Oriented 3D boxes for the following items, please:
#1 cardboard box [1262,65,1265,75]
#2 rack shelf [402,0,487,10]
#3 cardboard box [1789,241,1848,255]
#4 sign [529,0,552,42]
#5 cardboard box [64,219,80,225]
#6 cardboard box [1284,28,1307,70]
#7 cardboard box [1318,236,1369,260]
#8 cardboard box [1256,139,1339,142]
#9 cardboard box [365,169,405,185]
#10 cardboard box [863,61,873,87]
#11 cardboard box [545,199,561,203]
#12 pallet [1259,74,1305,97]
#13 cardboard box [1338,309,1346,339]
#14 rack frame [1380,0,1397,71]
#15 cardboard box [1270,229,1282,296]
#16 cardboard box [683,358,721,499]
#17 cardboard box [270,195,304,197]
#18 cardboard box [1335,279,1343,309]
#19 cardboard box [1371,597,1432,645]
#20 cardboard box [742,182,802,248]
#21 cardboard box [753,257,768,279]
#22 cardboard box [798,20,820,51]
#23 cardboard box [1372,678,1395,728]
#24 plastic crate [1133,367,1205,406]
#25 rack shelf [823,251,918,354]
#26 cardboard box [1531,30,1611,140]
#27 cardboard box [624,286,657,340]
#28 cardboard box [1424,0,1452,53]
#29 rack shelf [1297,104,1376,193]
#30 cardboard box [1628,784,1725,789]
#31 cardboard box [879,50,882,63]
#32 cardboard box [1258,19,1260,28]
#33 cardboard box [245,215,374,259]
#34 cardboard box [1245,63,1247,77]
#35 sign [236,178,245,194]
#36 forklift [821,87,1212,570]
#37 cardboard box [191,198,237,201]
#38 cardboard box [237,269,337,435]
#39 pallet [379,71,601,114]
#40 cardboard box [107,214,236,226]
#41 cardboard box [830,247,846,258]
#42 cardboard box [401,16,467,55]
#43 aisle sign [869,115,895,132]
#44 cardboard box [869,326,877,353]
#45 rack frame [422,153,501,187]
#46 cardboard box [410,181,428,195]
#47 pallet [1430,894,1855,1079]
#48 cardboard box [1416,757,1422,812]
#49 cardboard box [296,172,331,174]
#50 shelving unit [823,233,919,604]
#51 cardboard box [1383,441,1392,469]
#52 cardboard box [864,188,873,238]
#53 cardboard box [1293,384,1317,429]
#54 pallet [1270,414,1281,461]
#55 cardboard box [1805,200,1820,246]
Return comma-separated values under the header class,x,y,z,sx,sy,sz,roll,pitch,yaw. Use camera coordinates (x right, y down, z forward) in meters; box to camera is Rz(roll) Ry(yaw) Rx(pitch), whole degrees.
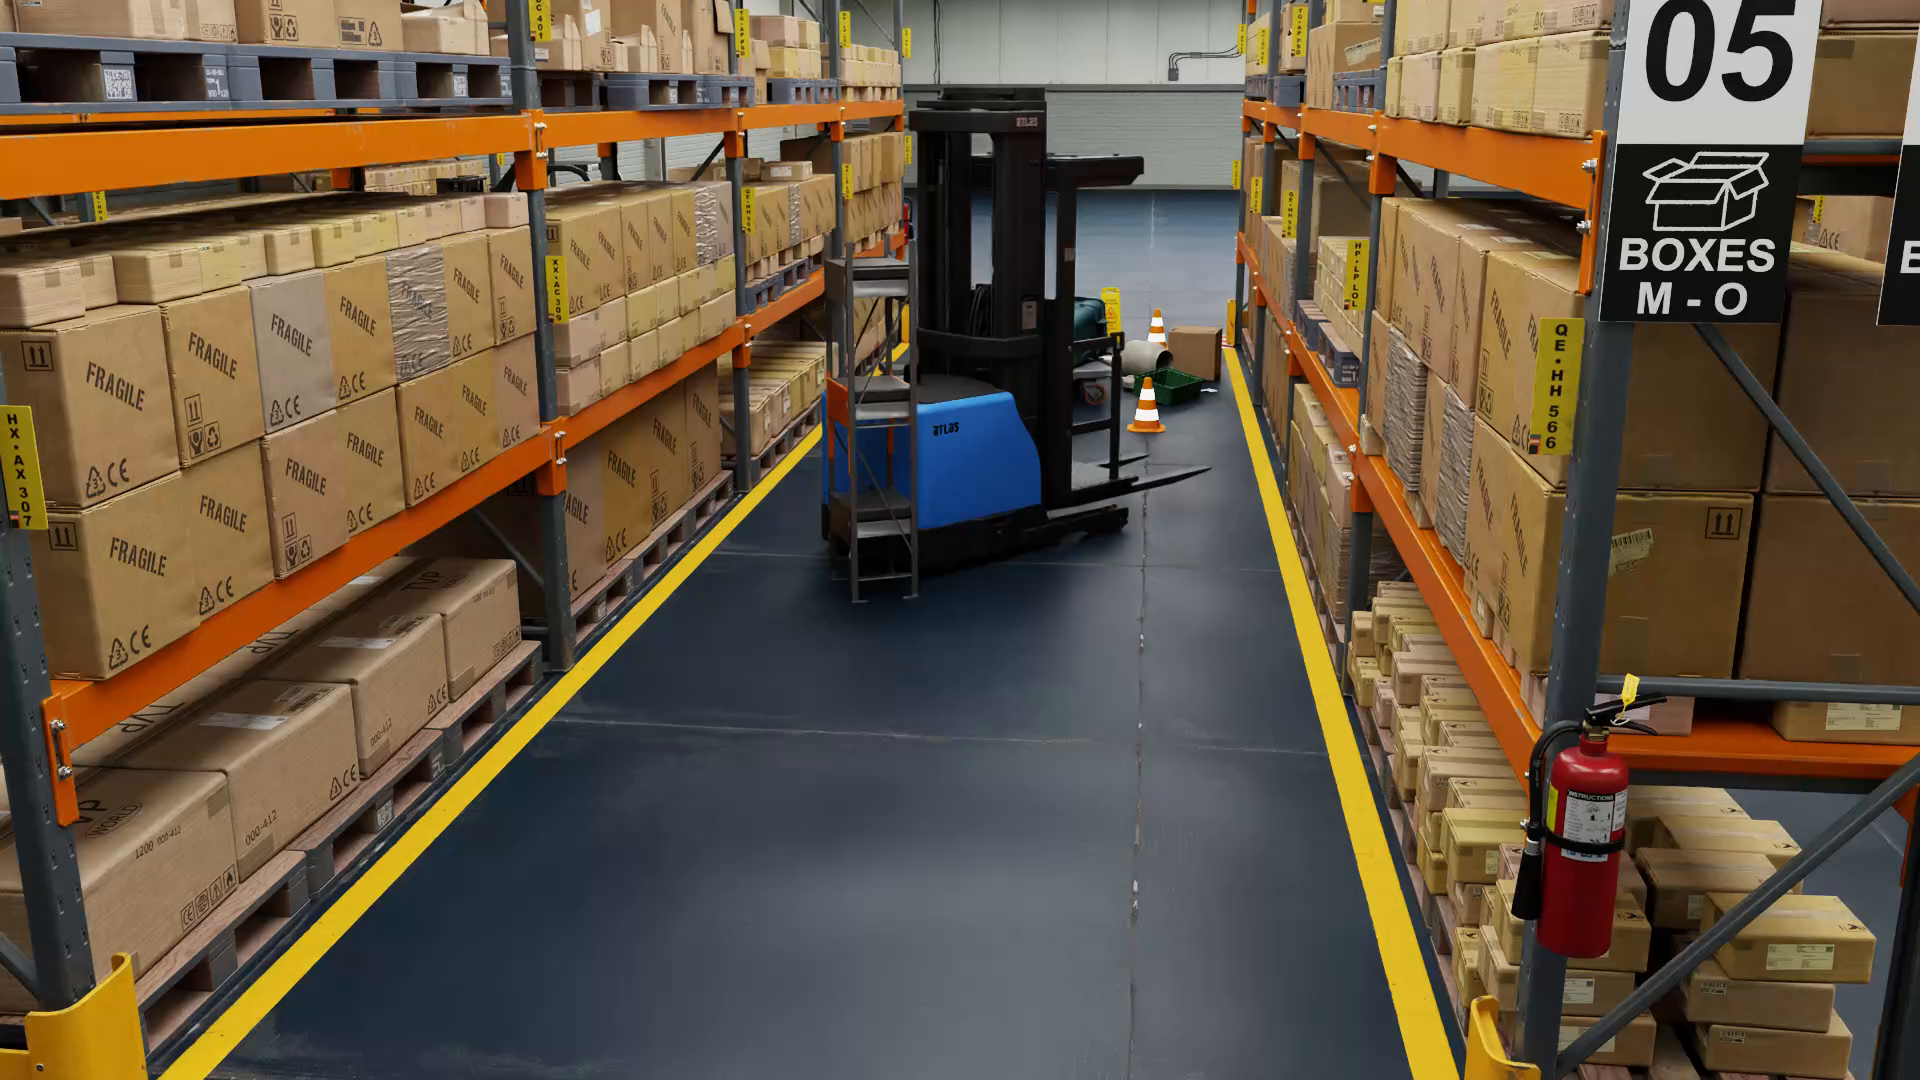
class,x,y,z,sx,sy,sz,roll,pitch,yaw
cardboard box,3.062,-4.487,15.747,0.380,0.149,0.250,2,15,7
rack shelf,-6.326,-5.879,17.809,1.077,0.370,4.000,2,15,6
cardboard box,2.402,-0.676,5.238,0.500,0.500,0.500,1,15,5
sign,-1.970,-2.504,7.788,0.100,0.325,0.005,2,15,6
cardboard box,-6.675,-2.403,12.866,0.380,0.149,0.250,2,15,8
cardboard box,2.679,-3.638,12.299,0.500,0.311,0.500,2,15,6
cardboard box,2.614,-1.956,11.185,0.380,0.149,0.250,2,15,6
cardboard box,3.711,-4.130,18.335,0.875,0.550,0.550,2,15,6
cardboard box,-6.128,-3.852,17.658,0.380,0.149,0.250,1,15,5
cardboard box,-1.179,-4.748,16.946,0.500,0.250,0.500,2,15,7
cardboard box,-2.593,-1.704,9.610,0.500,0.500,0.500,2,15,8
pallet,3.413,-4.357,15.951,1.003,0.211,1.213,2,15,6
cardboard box,2.430,-1.262,9.761,0.380,0.149,0.250,1,15,4
rack frame,2.408,-3.561,7.091,1.000,3.000,0.127,2,15,6
cardboard box,2.811,-2.267,13.609,0.500,0.500,0.500,2,15,7
cardboard box,-2.231,-0.822,11.722,0.875,0.875,0.875,2,15,6
cardboard box,-6.381,-3.203,15.828,0.380,0.149,0.250,1,15,5
cardboard box,2.461,-1.474,9.973,0.380,0.149,0.250,2,15,6
cardboard box,2.073,0.374,7.549,0.380,0.149,0.250,2,15,9
cardboard box,-1.621,-2.729,13.943,0.500,0.500,0.500,1,15,4
cardboard box,-1.707,-2.124,12.948,0.380,0.149,0.250,1,15,3
cardboard box,-1.558,-4.525,14.928,0.500,0.250,0.500,2,15,8
cardboard box,2.041,0.729,7.378,0.380,0.149,0.250,2,15,6
plastic crate,2.028,-1.494,16.217,0.450,0.188,0.662,22,25,31
rack shelf,-0.523,-1.380,9.613,0.431,0.518,0.480,-5,16,-18
cardboard box,1.745,-1.129,4.131,0.500,0.250,0.500,1,15,5
cardboard box,-2.078,-1.325,9.647,0.500,0.250,0.500,2,15,7
cardboard box,1.984,-1.905,6.043,0.500,0.250,0.500,2,15,7
rack shelf,2.633,-2.284,9.495,1.077,0.370,4.000,2,15,6
cardboard box,2.407,0.858,5.760,0.380,0.149,0.250,2,15,8
cardboard box,-1.071,-5.315,18.280,0.380,0.149,0.250,2,15,7
cardboard box,3.178,-5.134,16.613,0.380,0.149,0.250,2,15,6
cardboard box,-2.460,-1.145,6.302,0.380,0.149,0.250,2,15,6
cardboard box,3.405,-5.275,18.664,0.380,0.149,0.250,2,15,7
sign,-7.103,-3.477,16.463,0.100,0.325,0.005,2,15,6
forklift,0.519,-1.532,11.212,3.031,2.935,1.130,-13,20,-41
cardboard box,-6.924,-3.081,15.377,0.380,0.149,0.250,2,15,6
cardboard box,-2.535,-0.662,5.757,0.500,0.500,0.500,2,15,6
pallet,-2.468,-2.379,8.835,0.805,0.209,1.217,1,15,4
cardboard box,-3.006,-1.160,6.355,0.380,0.149,0.250,2,15,6
cardboard box,-1.265,-2.810,16.290,0.380,0.149,0.250,2,15,6
cardboard box,-2.306,-2.119,6.989,0.380,0.149,0.250,2,15,8
aisle sign,-0.873,-5.159,19.515,0.394,0.787,0.004,2,15,6
cardboard box,-1.178,-2.156,17.853,0.500,0.250,0.500,1,15,6
rack frame,-6.100,-4.042,20.364,1.000,3.000,0.127,2,15,6
cardboard box,-6.060,-3.841,18.187,0.380,0.149,0.250,1,15,5
pallet,2.092,1.489,5.250,1.003,0.211,1.213,2,15,6
cardboard box,1.882,0.922,6.094,0.380,0.149,0.250,2,15,9
cardboard box,-6.730,-3.734,17.221,0.380,0.149,0.250,2,15,6
shelving unit,-0.523,-0.717,9.792,0.431,2.100,0.503,-5,16,-18
cardboard box,2.095,-0.411,7.415,0.380,0.149,0.250,2,15,8
cardboard box,-1.190,-3.418,17.294,0.500,0.500,0.500,2,15,6
cardboard box,2.541,-0.889,11.250,0.500,0.250,0.500,1,15,4
pallet,3.163,-0.874,13.990,1.003,0.211,1.213,2,15,6
cardboard box,8.340,-2.874,15.284,0.875,0.500,0.500,2,15,6
